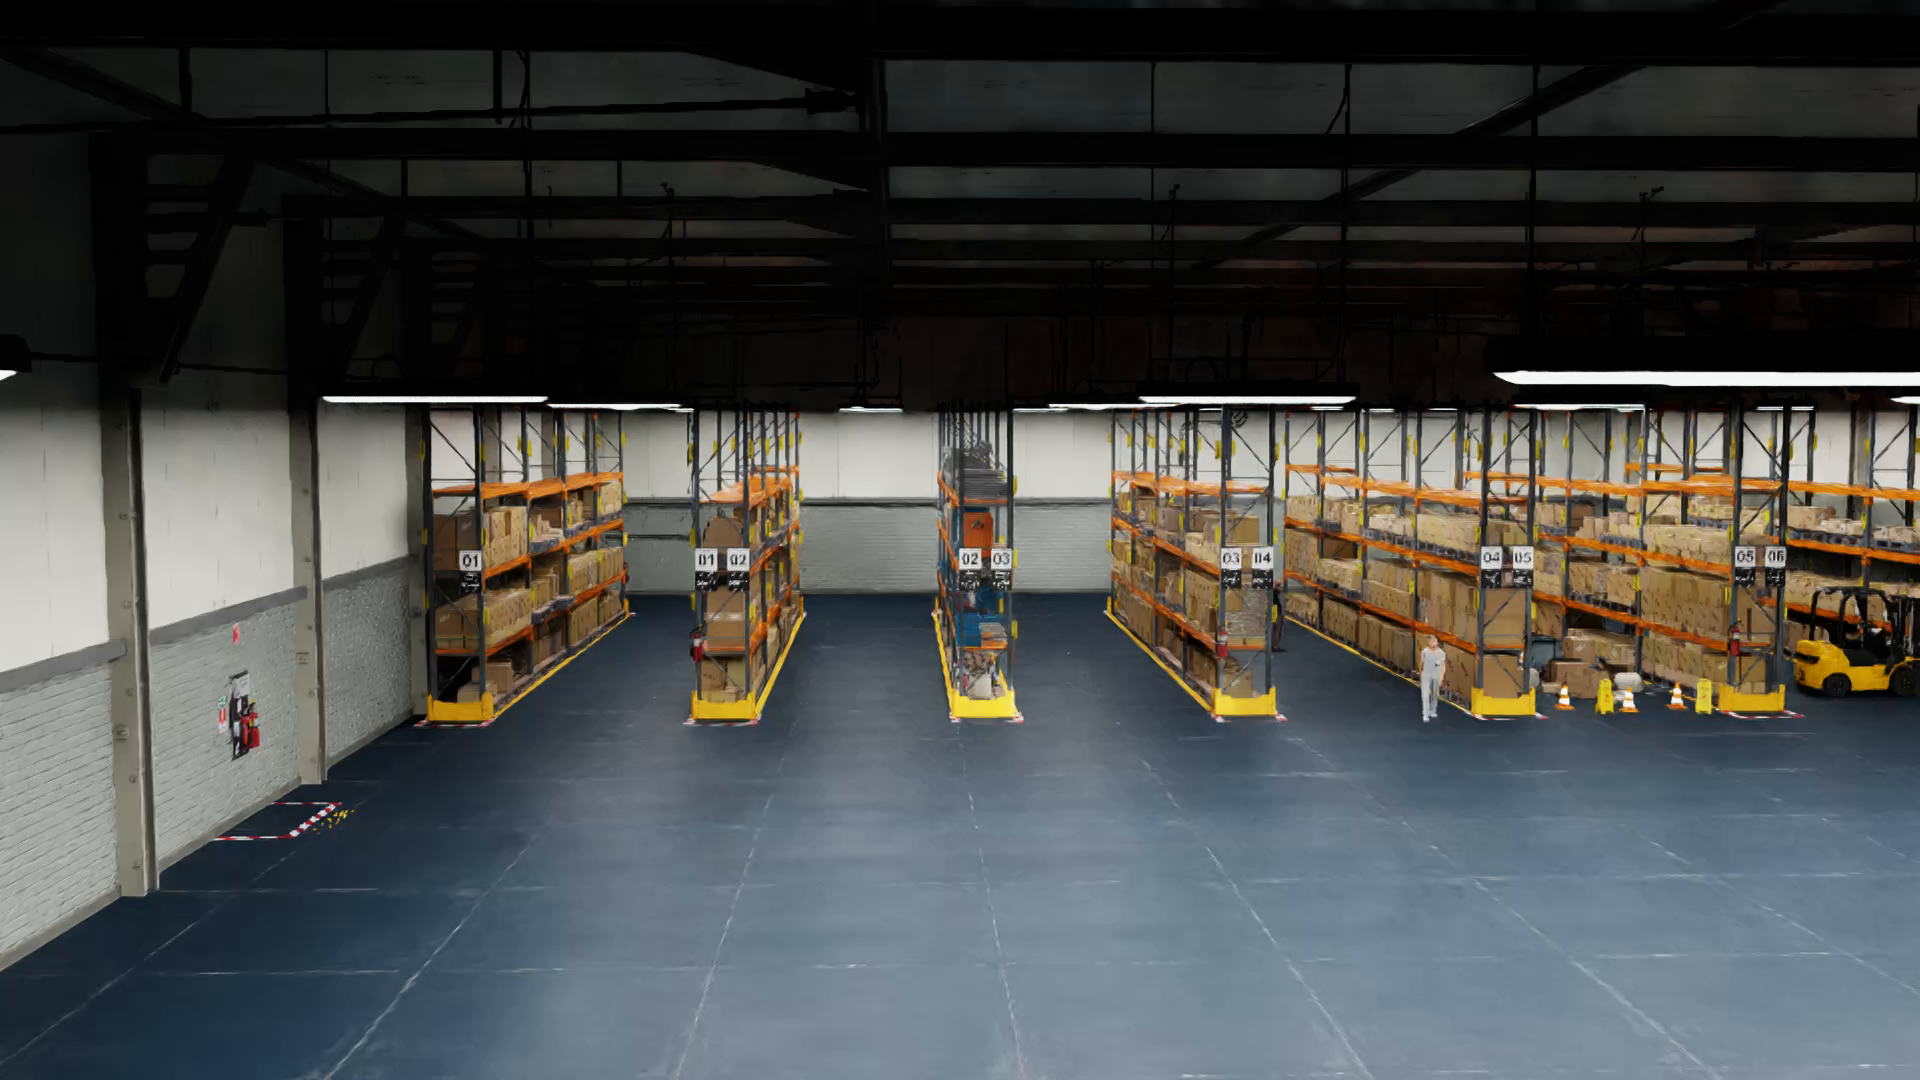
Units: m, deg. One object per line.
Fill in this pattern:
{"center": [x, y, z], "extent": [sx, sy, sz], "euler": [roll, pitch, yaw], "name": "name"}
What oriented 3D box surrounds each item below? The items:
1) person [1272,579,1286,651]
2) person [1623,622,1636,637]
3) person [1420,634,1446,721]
{"center": [7.685, 1.796, 40.159], "extent": [0.463, 1.731, 0.598], "euler": [-2, 5, -29], "name": "person"}
{"center": [16.891, 1.690, 42.077], "extent": [0.543, 1.652, 0.575], "euler": [2, 5, 28], "name": "person"}
{"center": [8.826, 2.544, 31.042], "extent": [0.446, 1.599, 1.007], "euler": [1, 4, 9], "name": "person"}
